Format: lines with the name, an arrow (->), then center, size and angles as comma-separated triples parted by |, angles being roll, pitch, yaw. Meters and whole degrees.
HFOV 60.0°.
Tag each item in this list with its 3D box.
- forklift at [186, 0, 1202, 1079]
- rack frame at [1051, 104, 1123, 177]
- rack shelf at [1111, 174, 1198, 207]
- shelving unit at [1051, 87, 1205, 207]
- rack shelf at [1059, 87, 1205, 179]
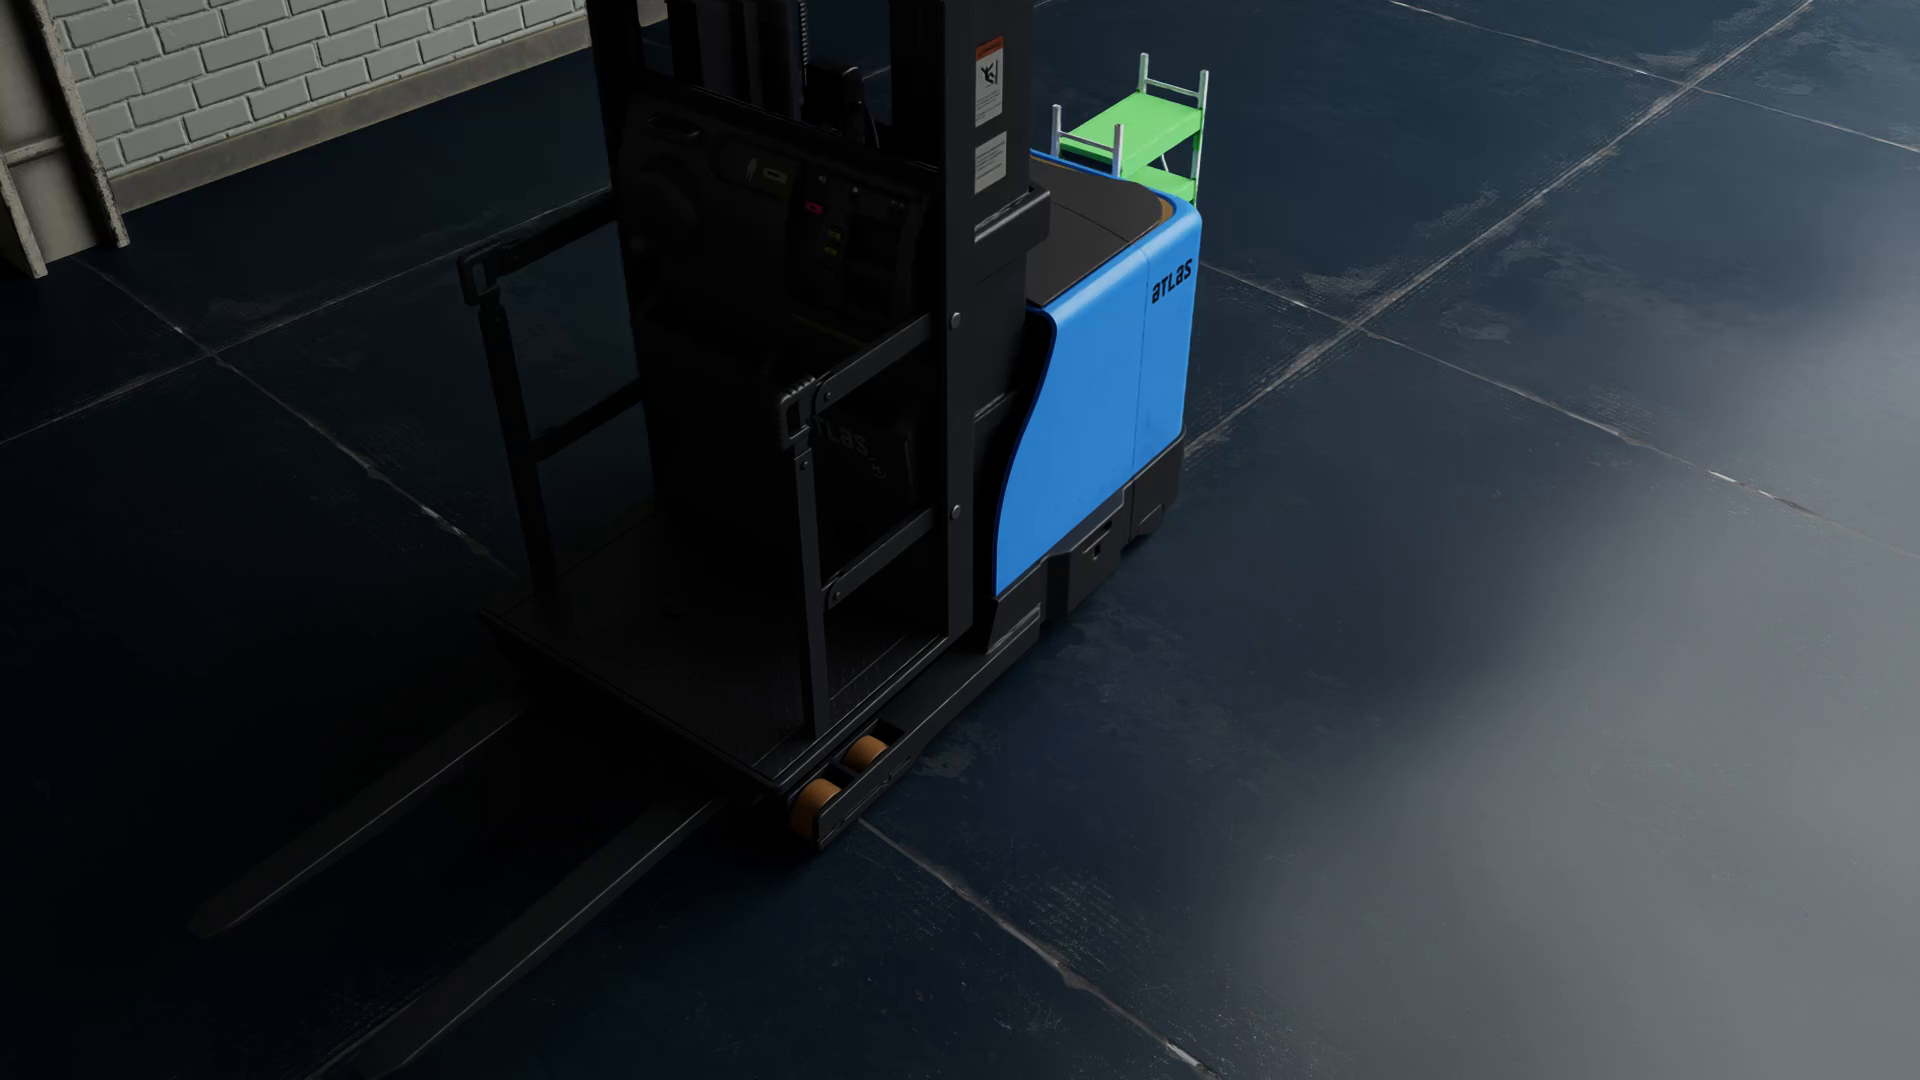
forklift -> -0.583, -0.716, 3.795 | 1.130, 2.935, 3.031 | 25, 45, 28
rack frame -> 0.376, -0.780, 5.267 | 0.240, 1.200, 0.015 | 25, 45, 28
rack shelf -> 0.523, -1.039, 5.310 | 0.258, 0.148, 0.480 | 25, 45, 28
shelving unit -> 0.519, -0.898, 5.416 | 0.258, 1.200, 0.492 | 25, 45, 28
rack shelf -> 0.523, -1.227, 5.160 | 0.258, 0.148, 0.480 | 25, 45, 28
